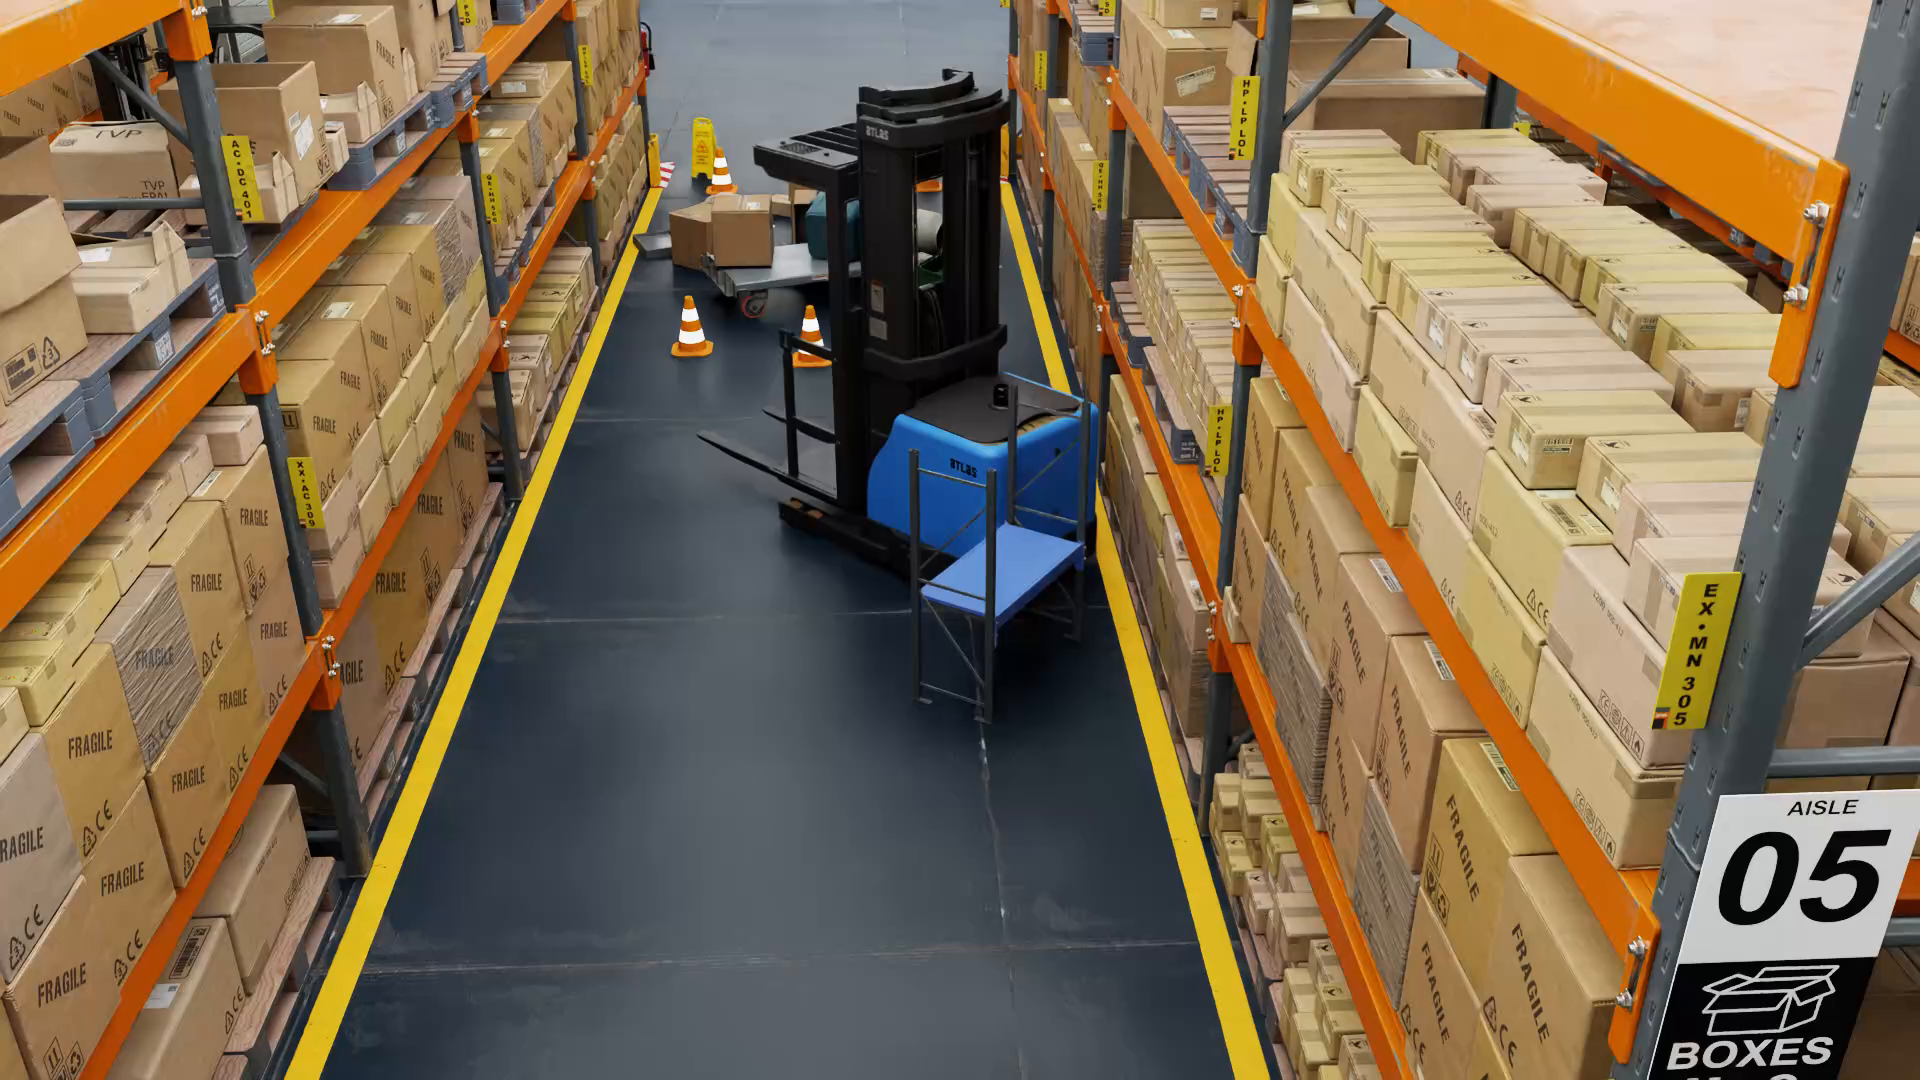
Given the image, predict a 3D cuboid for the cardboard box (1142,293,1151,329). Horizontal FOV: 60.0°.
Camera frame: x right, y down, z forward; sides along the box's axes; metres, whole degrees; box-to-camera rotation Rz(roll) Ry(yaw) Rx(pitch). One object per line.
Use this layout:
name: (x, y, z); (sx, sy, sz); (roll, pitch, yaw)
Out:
cardboard box: (1.305, -1.389, 10.049); (0.380, 0.149, 0.250); (0, 28, 0)

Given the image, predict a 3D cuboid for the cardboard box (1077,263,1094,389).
cardboard box: (1.464, -1.650, 12.710); (1.050, 0.750, 0.750); (-1, 28, -2)

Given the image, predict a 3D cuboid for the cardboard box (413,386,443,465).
cardboard box: (-3.090, -0.611, 8.902); (0.500, 0.250, 0.500); (-2, 28, -3)

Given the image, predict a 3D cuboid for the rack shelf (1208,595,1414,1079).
rack shelf: (1.768, 1.316, 5.824); (1.077, 0.370, 4.000); (-1, 28, -3)

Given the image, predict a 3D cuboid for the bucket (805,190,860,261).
bucket: (-1.064, -2.851, 14.931); (0.726, 0.611, 0.620); (8, 39, 15)

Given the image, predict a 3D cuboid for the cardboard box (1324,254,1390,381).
cardboard box: (1.483, -0.721, 5.329); (0.500, 0.250, 0.500); (-1, 28, -2)

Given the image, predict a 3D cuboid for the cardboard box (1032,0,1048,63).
cardboard box: (1.116, -4.589, 15.037); (0.875, 0.550, 0.550); (-1, 28, -3)

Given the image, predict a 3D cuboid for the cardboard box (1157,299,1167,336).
cardboard box: (1.339, -1.273, 9.505); (0.380, 0.149, 0.250); (-1, 28, -3)

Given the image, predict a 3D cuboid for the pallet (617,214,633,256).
pallet: (-3.829, -3.093, 16.514); (1.003, 0.211, 1.213); (-1, 28, -3)

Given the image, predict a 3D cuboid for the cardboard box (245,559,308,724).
cardboard box: (-2.995, 0.403, 6.688); (0.500, 0.500, 0.500); (-1, 28, -2)

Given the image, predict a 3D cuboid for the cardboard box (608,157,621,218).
cardboard box: (-3.493, -3.281, 15.567); (0.500, 0.500, 0.500); (0, 28, -1)

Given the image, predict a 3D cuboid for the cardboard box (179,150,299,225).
cardboard box: (-2.951, -1.457, 6.809); (0.396, 0.266, 0.258); (-2, 28, -3)

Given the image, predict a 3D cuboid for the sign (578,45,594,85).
sign: (-3.138, -3.984, 13.954); (0.100, 0.325, 0.005); (-1, 28, -3)

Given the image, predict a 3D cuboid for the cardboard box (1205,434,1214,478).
cardboard box: (1.420, -0.415, 8.182); (0.380, 0.149, 0.250); (-1, 28, -3)

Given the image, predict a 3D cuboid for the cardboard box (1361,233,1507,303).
cardboard box: (1.458, -0.840, 5.127); (0.380, 0.149, 0.250); (0, 28, 0)

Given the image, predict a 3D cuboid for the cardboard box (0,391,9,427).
cardboard box: (-3.021, -0.453, 4.523); (0.500, 0.500, 0.500); (-1, 28, -2)

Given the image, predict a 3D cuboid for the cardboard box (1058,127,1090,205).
cardboard box: (1.055, -2.952, 13.121); (0.500, 0.500, 0.500); (-2, 28, -3)

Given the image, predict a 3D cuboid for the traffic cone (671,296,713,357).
traffic cone: (-2.229, -1.791, 13.747); (0.336, 0.463, 0.334); (-1, 28, -3)

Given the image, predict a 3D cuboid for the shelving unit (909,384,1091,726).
shelving unit: (0.226, 0.063, 9.070); (0.538, 1.500, 1.048); (16, 31, 27)

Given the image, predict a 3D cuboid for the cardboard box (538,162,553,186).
cardboard box: (-3.351, -2.827, 12.807); (0.380, 0.149, 0.250); (-1, 28, -3)

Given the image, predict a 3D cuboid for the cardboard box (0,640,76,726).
cardboard box: (-2.847, 0.424, 4.866); (0.380, 0.149, 0.250); (-2, 28, -4)

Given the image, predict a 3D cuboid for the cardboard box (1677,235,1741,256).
cardboard box: (6.221, -2.276, 14.160); (0.700, 0.500, 0.500); (-2, 28, -3)

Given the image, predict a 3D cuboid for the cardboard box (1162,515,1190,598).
cardboard box: (1.359, 0.087, 8.839); (0.500, 0.250, 0.500); (0, 28, 0)

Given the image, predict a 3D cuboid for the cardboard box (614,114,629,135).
cardboard box: (-3.490, -4.120, 16.475); (0.380, 0.149, 0.250); (0, 28, 0)

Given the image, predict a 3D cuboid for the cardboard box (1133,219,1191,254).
cardboard box: (1.286, -1.893, 10.371); (0.380, 0.149, 0.250); (-1, 28, -3)

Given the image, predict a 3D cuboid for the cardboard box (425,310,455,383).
cardboard box: (-3.127, -1.073, 9.247); (0.500, 0.250, 0.500); (-2, 28, -4)

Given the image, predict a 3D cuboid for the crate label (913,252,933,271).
crate label: (-0.389, -2.622, 15.692); (0.298, 0.136, 0.250); (-23, 35, -37)

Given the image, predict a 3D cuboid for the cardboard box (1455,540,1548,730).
cardboard box: (1.551, 0.218, 4.069); (0.500, 0.250, 0.500); (-1, 28, -3)

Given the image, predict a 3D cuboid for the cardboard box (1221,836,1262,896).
cardboard box: (1.376, 1.450, 7.417); (0.380, 0.149, 0.250); (-1, 28, -1)

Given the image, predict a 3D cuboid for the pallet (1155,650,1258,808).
pallet: (1.621, 0.950, 8.762); (1.003, 0.211, 1.213); (-1, 28, -3)

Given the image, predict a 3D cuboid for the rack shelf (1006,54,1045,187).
rack shelf: (1.141, -4.226, 16.449); (1.077, 0.370, 4.000); (-1, 28, -3)

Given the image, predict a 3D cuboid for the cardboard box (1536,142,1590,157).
cardboard box: (6.091, -3.766, 17.038); (0.500, 0.500, 0.500); (1, 28, 2)

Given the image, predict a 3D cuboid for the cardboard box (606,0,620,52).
cardboard box: (-3.503, -4.752, 15.169); (0.700, 0.500, 0.500); (-2, 28, -4)

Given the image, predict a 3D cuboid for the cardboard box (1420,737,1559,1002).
cardboard box: (1.574, 0.862, 4.406); (0.500, 0.500, 0.500); (-2, 28, -4)

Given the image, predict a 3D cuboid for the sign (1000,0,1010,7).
sign: (0.482, -5.877, 17.815); (0.100, 0.325, 0.005); (-1, 28, -3)

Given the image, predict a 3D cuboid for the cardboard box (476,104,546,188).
cardboard box: (-3.363, -2.900, 12.246); (0.500, 0.500, 0.500); (-2, 28, -5)

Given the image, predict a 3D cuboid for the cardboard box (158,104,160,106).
cardboard box: (-8.522, -4.386, 17.416); (0.500, 0.250, 0.500); (0, 28, -1)

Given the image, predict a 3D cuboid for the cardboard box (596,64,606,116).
cardboard box: (-3.486, -4.073, 14.947); (0.500, 0.500, 0.500); (-1, 28, -3)

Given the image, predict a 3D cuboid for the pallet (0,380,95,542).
pallet: (-3.181, -0.111, 4.634); (1.003, 0.211, 1.213); (-1, 28, -3)

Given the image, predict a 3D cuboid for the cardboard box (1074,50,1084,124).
cardboard box: (1.307, -3.642, 13.363); (0.700, 0.500, 0.500); (-2, 28, -3)

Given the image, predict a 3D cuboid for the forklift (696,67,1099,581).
forklift: (-0.551, -1.484, 10.489); (3.031, 2.935, 1.130); (24, 36, 38)

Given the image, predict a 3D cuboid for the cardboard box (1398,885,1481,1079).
cardboard box: (1.570, 1.305, 4.637); (0.500, 0.500, 0.500); (-2, 28, -3)

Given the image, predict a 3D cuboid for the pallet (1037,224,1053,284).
pallet: (1.284, -2.738, 15.833); (1.003, 0.211, 1.213); (-1, 28, -3)

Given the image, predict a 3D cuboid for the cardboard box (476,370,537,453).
cardboard box: (-3.503, -0.890, 11.663); (0.950, 0.372, 0.625); (-3, 28, -6)

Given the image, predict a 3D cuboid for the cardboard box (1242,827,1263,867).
cardboard box: (1.466, 1.309, 7.366); (0.380, 0.149, 0.250); (-1, 28, -2)

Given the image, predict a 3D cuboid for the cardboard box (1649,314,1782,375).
cardboard box: (2.097, -0.495, 4.464); (0.380, 0.149, 0.250); (-1, 28, -1)

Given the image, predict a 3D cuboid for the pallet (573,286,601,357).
pallet: (-3.650, -1.859, 14.149); (1.003, 0.211, 1.213); (-1, 28, -3)

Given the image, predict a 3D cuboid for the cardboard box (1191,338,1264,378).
cardboard box: (1.398, -0.924, 8.515); (0.380, 0.149, 0.250); (-2, 28, -4)

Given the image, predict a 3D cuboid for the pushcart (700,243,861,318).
pushcart: (-1.418, -2.371, 14.949); (1.648, 0.377, 0.936); (-11, 30, -20)

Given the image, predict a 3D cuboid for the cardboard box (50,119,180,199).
cardboard box: (-3.530, -1.639, 7.110); (0.500, 0.311, 0.500); (-1, 28, -3)

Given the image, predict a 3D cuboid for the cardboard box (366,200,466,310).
cardboard box: (-3.160, -1.626, 9.497); (0.500, 0.500, 0.500); (-1, 28, -2)

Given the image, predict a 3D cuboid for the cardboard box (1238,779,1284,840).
cardboard box: (1.430, 1.180, 7.292); (0.380, 0.149, 0.250); (0, 28, 0)

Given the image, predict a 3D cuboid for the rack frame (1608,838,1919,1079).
rack frame: (1.872, 1.920, 3.886); (1.000, 3.000, 0.127); (-1, 28, -3)

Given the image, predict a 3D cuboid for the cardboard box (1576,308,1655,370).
cardboard box: (2.038, -0.482, 4.870); (0.500, 0.250, 0.500); (-2, 28, -5)

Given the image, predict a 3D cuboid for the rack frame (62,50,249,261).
rack frame: (-3.274, -2.421, 5.722); (1.000, 3.000, 0.127); (-1, 28, -3)

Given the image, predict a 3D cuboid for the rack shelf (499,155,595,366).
rack shelf: (-3.588, -2.212, 12.589); (1.077, 0.370, 4.000); (-1, 28, -3)

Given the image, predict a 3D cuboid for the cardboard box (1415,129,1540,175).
cardboard box: (1.953, -1.451, 6.297); (0.380, 0.149, 0.250); (-3, 28, -5)

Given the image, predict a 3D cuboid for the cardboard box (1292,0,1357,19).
cardboard box: (1.823, -2.714, 8.592); (0.396, 0.266, 0.258); (-1, 28, -3)
